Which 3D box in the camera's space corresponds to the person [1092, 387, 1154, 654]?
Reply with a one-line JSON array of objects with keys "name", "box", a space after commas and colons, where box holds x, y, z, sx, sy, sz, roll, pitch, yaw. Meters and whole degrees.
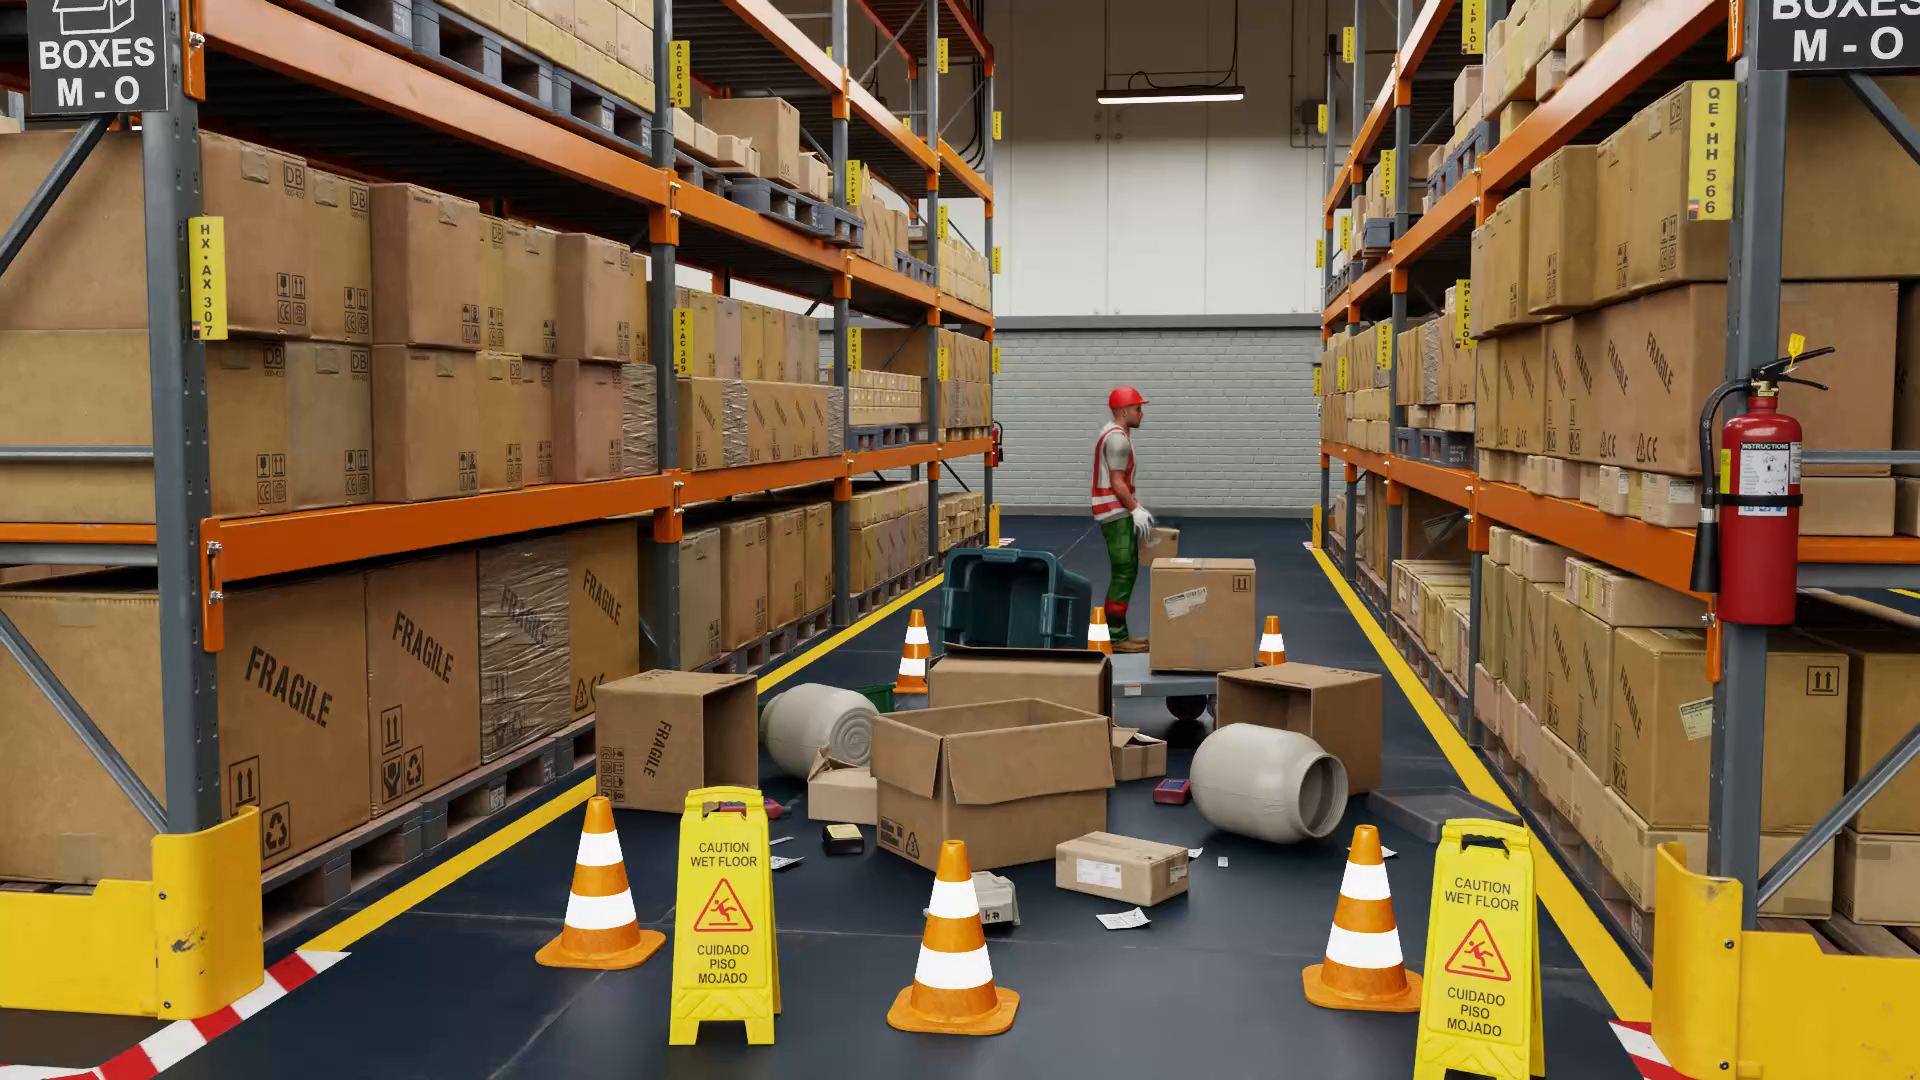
[{"name": "person", "box": [1.104, -0.143, 11.281, 0.425, 1.789, 0.540, 1, 4, 7]}]
